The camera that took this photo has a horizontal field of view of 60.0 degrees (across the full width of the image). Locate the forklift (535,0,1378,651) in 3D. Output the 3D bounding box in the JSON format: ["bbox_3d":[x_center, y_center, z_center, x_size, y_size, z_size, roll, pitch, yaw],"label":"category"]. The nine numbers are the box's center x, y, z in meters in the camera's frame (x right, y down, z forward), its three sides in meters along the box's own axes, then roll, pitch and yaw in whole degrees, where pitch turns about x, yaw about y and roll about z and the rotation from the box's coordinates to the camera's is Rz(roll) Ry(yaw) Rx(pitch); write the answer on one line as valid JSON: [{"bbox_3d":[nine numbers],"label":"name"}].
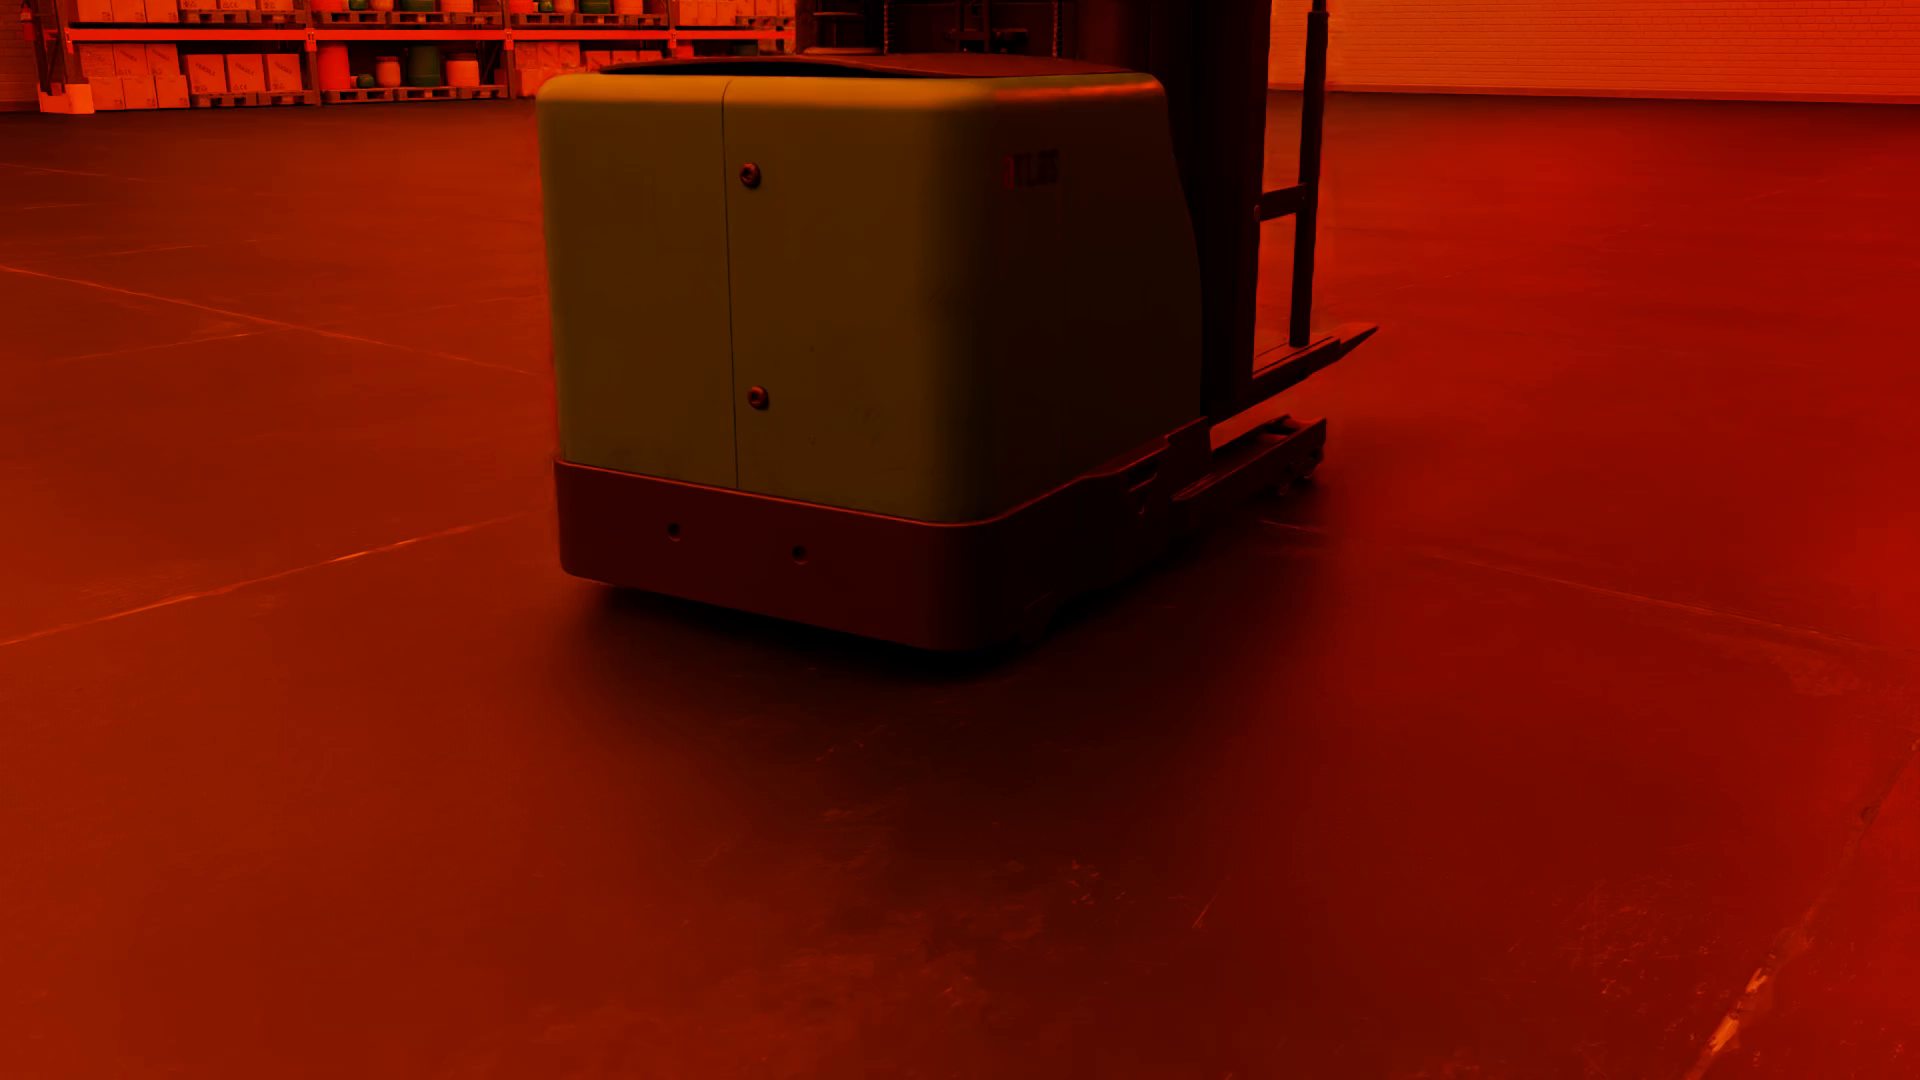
[{"bbox_3d":[0.334,-1.575,4.085,1.130,2.935,3.031,10,19,29],"label":"forklift"}]
